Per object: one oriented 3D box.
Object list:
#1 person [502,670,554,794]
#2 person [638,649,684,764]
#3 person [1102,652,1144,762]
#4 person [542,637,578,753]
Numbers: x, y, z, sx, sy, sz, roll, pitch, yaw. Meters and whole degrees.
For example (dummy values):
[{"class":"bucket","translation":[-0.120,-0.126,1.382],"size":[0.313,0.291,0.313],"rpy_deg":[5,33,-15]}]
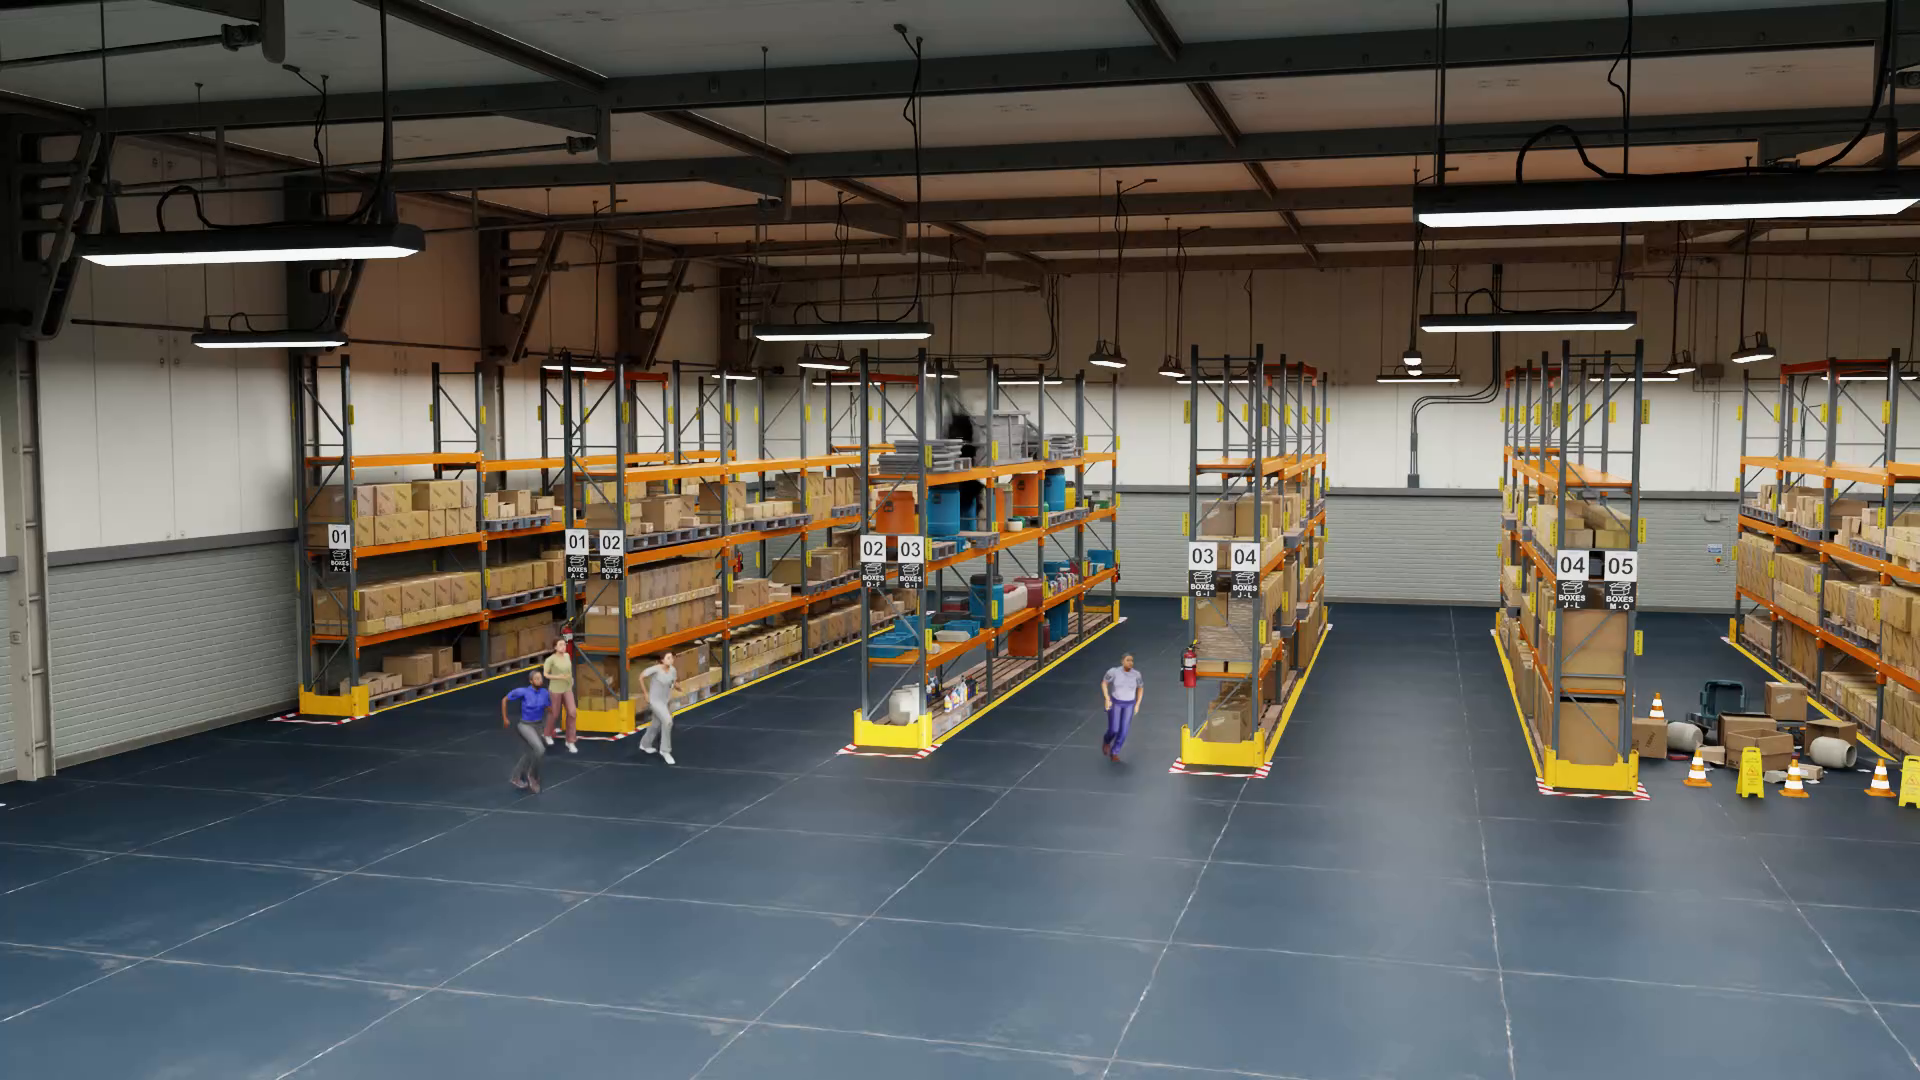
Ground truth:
[{"class":"person","translation":[-5.692,2.531,22.018],"size":[0.800,1.642,0.604],"rpy_deg":[3,5,36]},{"class":"person","translation":[-4.396,2.390,24.163],"size":[0.867,1.651,0.581],"rpy_deg":[3,5,38]},{"class":"person","translation":[2.363,2.411,24.153],"size":[0.610,1.591,0.517],"rpy_deg":[0,4,-4]},{"class":"person","translation":[-6.002,2.303,24.881],"size":[0.588,1.728,0.820],"rpy_deg":[-4,6,-43]}]
